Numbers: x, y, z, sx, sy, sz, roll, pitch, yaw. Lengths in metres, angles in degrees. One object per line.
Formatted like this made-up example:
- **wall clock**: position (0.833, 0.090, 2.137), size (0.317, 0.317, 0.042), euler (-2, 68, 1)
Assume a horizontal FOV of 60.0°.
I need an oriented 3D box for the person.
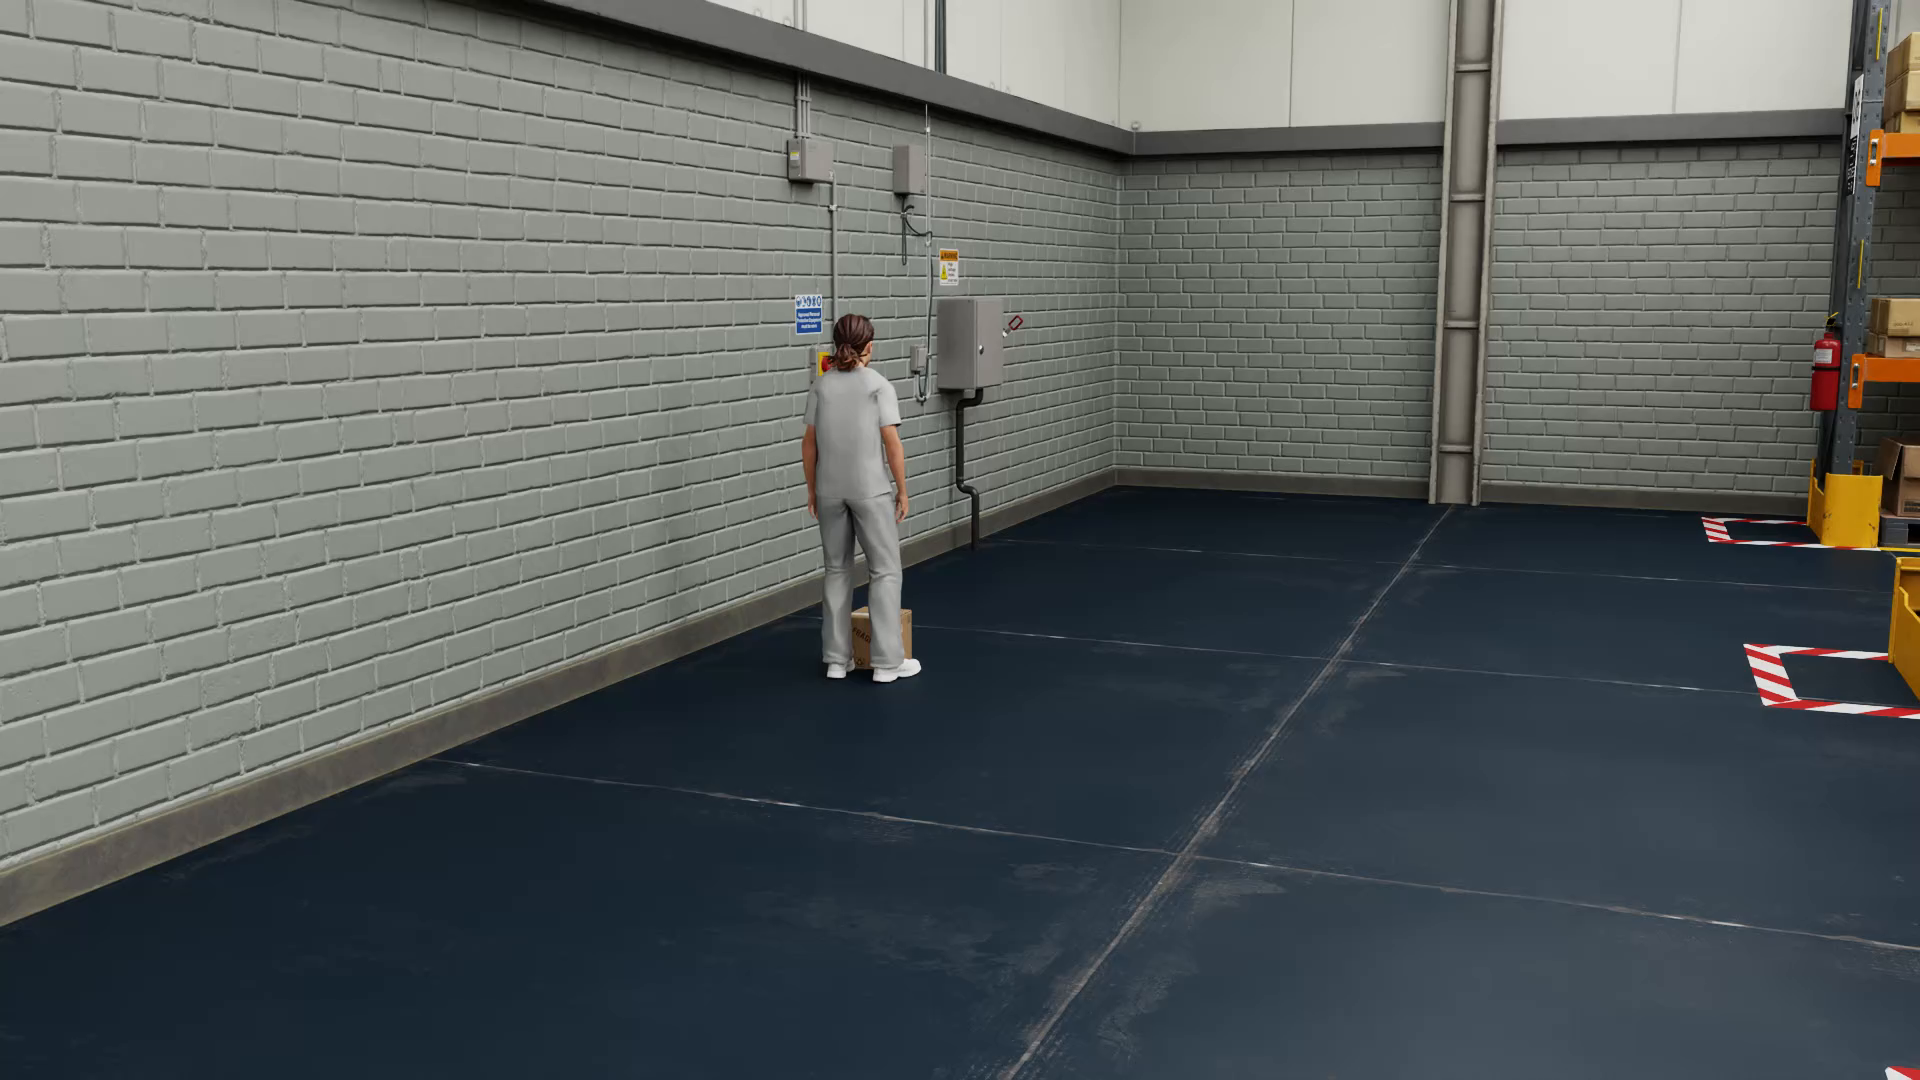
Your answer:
- **person**: position (-0.469, -0.195, 7.623), size (0.516, 1.672, 0.355), euler (3, 9, 18)
